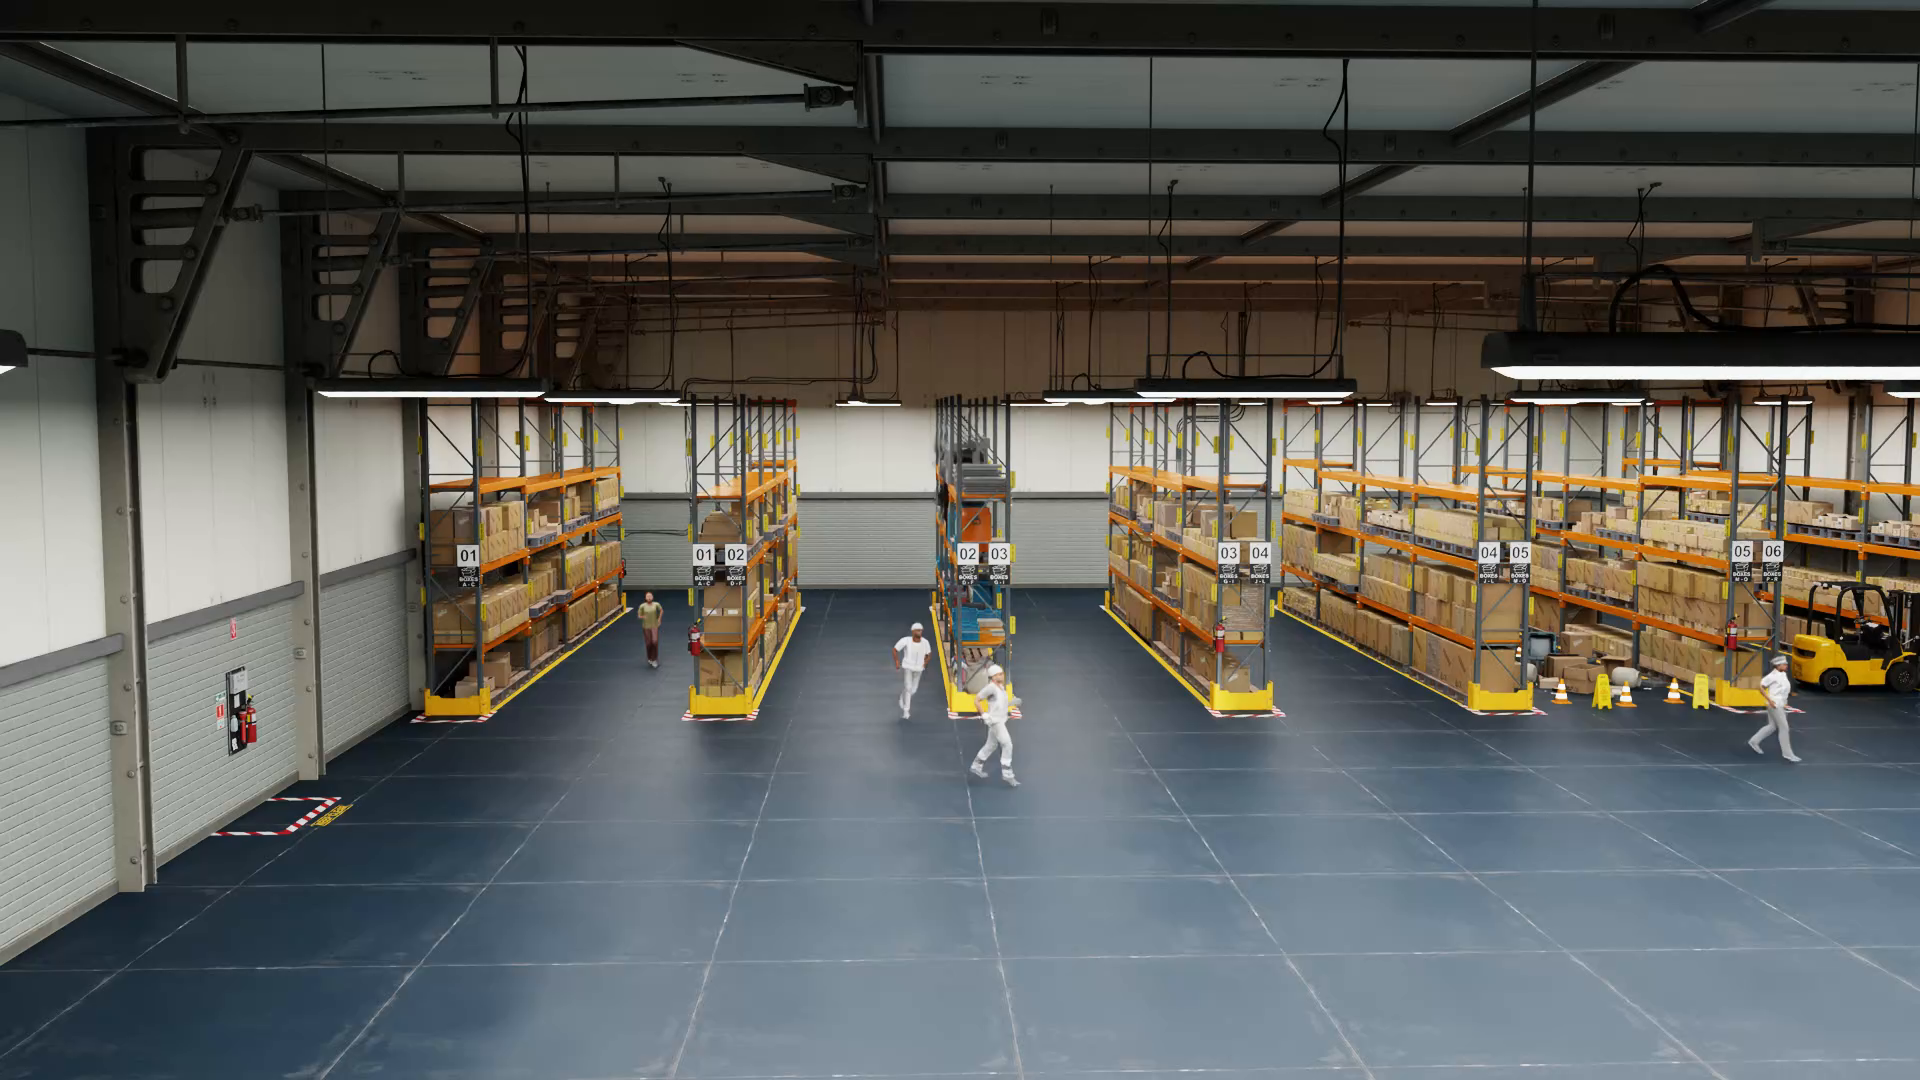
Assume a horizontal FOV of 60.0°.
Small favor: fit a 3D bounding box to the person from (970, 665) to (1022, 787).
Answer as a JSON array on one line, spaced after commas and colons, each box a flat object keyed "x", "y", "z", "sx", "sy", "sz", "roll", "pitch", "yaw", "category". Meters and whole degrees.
[{"x": 0.540, "y": 2.820, "z": 25.365, "sx": 0.836, "sy": 1.838, "sz": 0.652, "roll": 1, "pitch": 5, "yaw": 14, "category": "person"}]

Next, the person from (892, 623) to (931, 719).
[{"x": -0.892, "y": 2.420, "z": 31.213, "sx": 0.744, "sy": 1.736, "sz": 0.820, "roll": -2, "pitch": 5, "yaw": -21, "category": "person"}]

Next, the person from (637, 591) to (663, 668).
[{"x": -6.894, "y": 1.985, "z": 37.018, "sx": 0.556, "sy": 1.710, "sz": 0.711, "roll": -1, "pitch": 5, "yaw": -8, "category": "person"}]

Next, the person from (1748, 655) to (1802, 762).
[{"x": 13.351, "y": 2.723, "z": 27.185, "sx": 0.847, "sy": 1.694, "sz": 0.586, "roll": 4, "pitch": 6, "yaw": 42, "category": "person"}]
